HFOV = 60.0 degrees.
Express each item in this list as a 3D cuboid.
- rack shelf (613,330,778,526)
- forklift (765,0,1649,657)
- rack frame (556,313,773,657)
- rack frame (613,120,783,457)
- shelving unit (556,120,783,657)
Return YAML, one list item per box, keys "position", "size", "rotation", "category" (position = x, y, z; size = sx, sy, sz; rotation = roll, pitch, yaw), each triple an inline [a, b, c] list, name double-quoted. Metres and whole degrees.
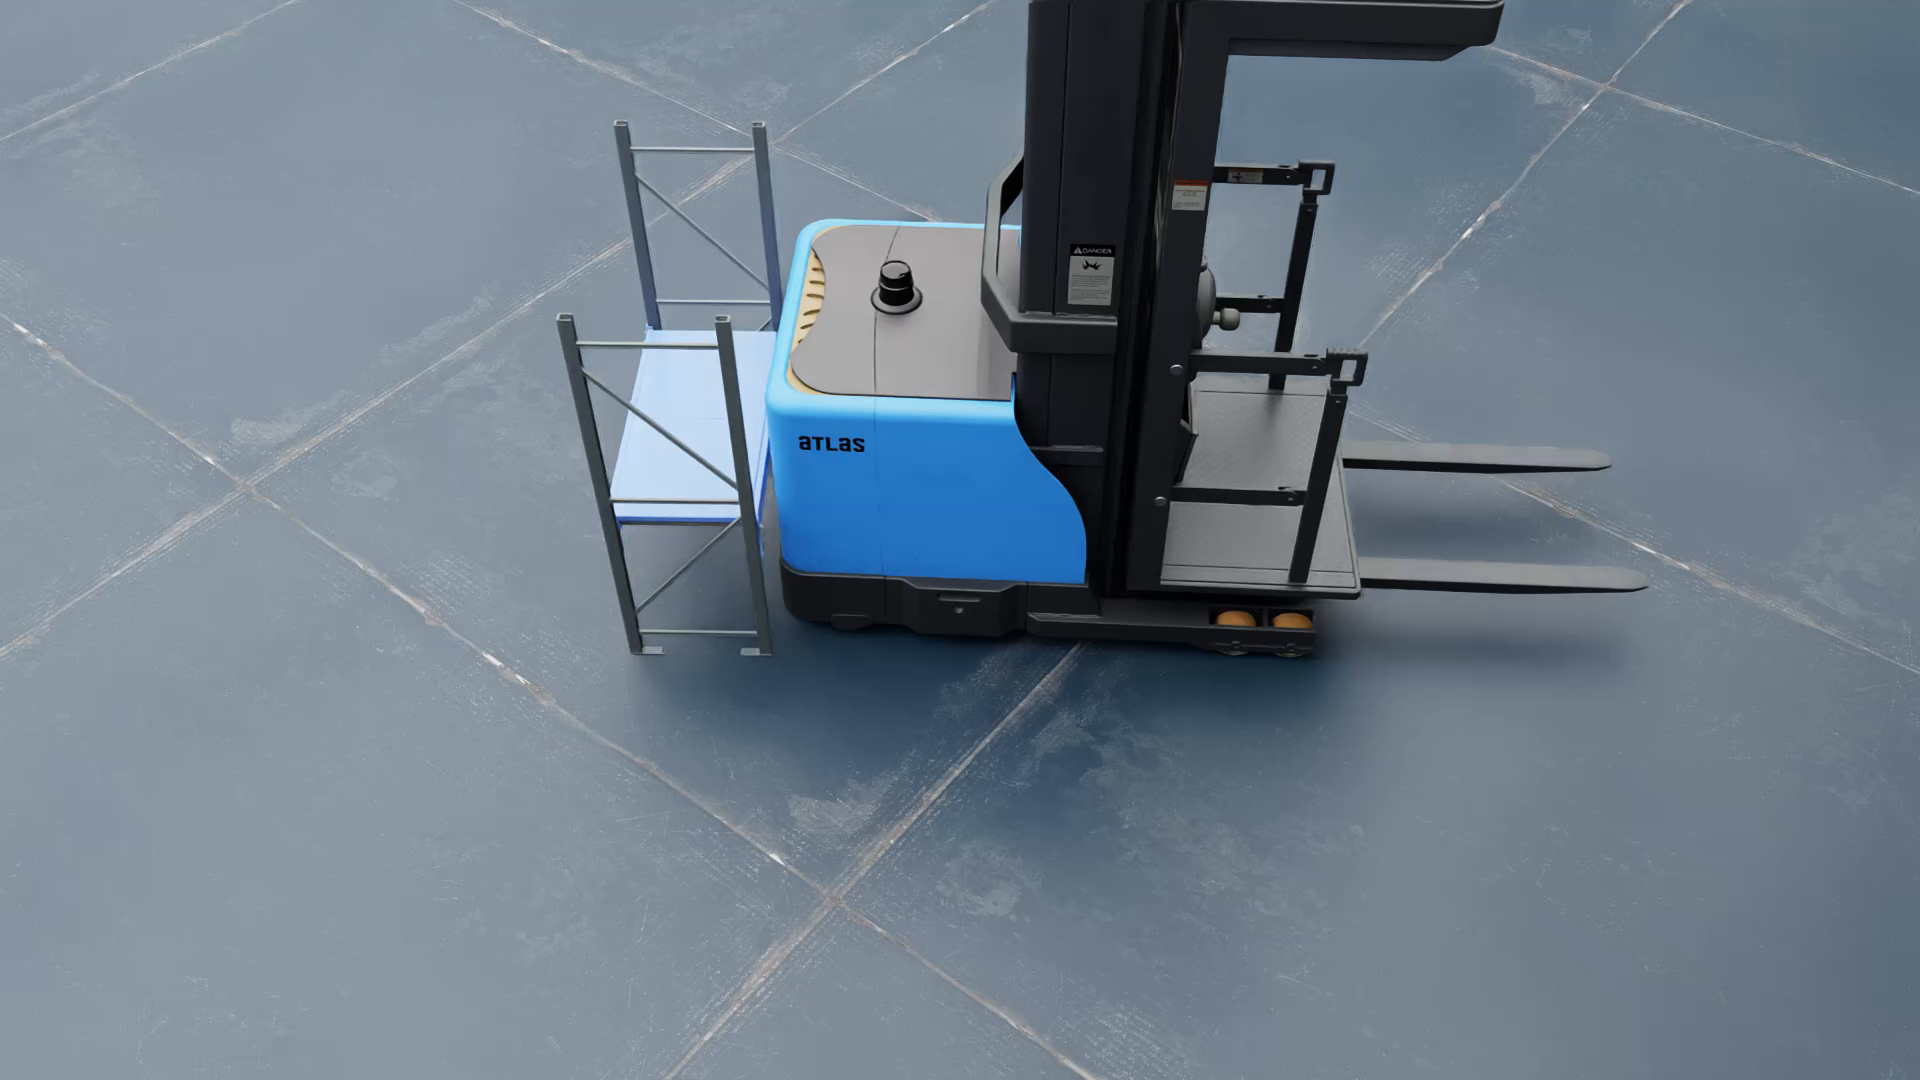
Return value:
- position: [-0.902, -0.399, 5.775]
  size: [0.459, 0.062, 0.952]
  rotation: [1, 46, 1]
  category: "rack shelf"
- position: [0.906, -0.998, 5.177]
  size: [3.031, 2.935, 1.130]
  rotation: [2, 46, 2]
  category: "forklift"
- position: [-0.912, -0.122, 5.330]
  size: [0.500, 1.500, 0.032]
  rotation: [1, 46, 1]
  category: "rack frame"
- position: [-0.893, -0.857, 6.032]
  size: [0.500, 1.500, 0.032]
  rotation: [1, 46, 1]
  category: "rack frame"
- position: [-0.902, -0.490, 5.681]
  size: [0.500, 1.500, 1.048]
  rotation: [1, 46, 1]
  category: "shelving unit"
